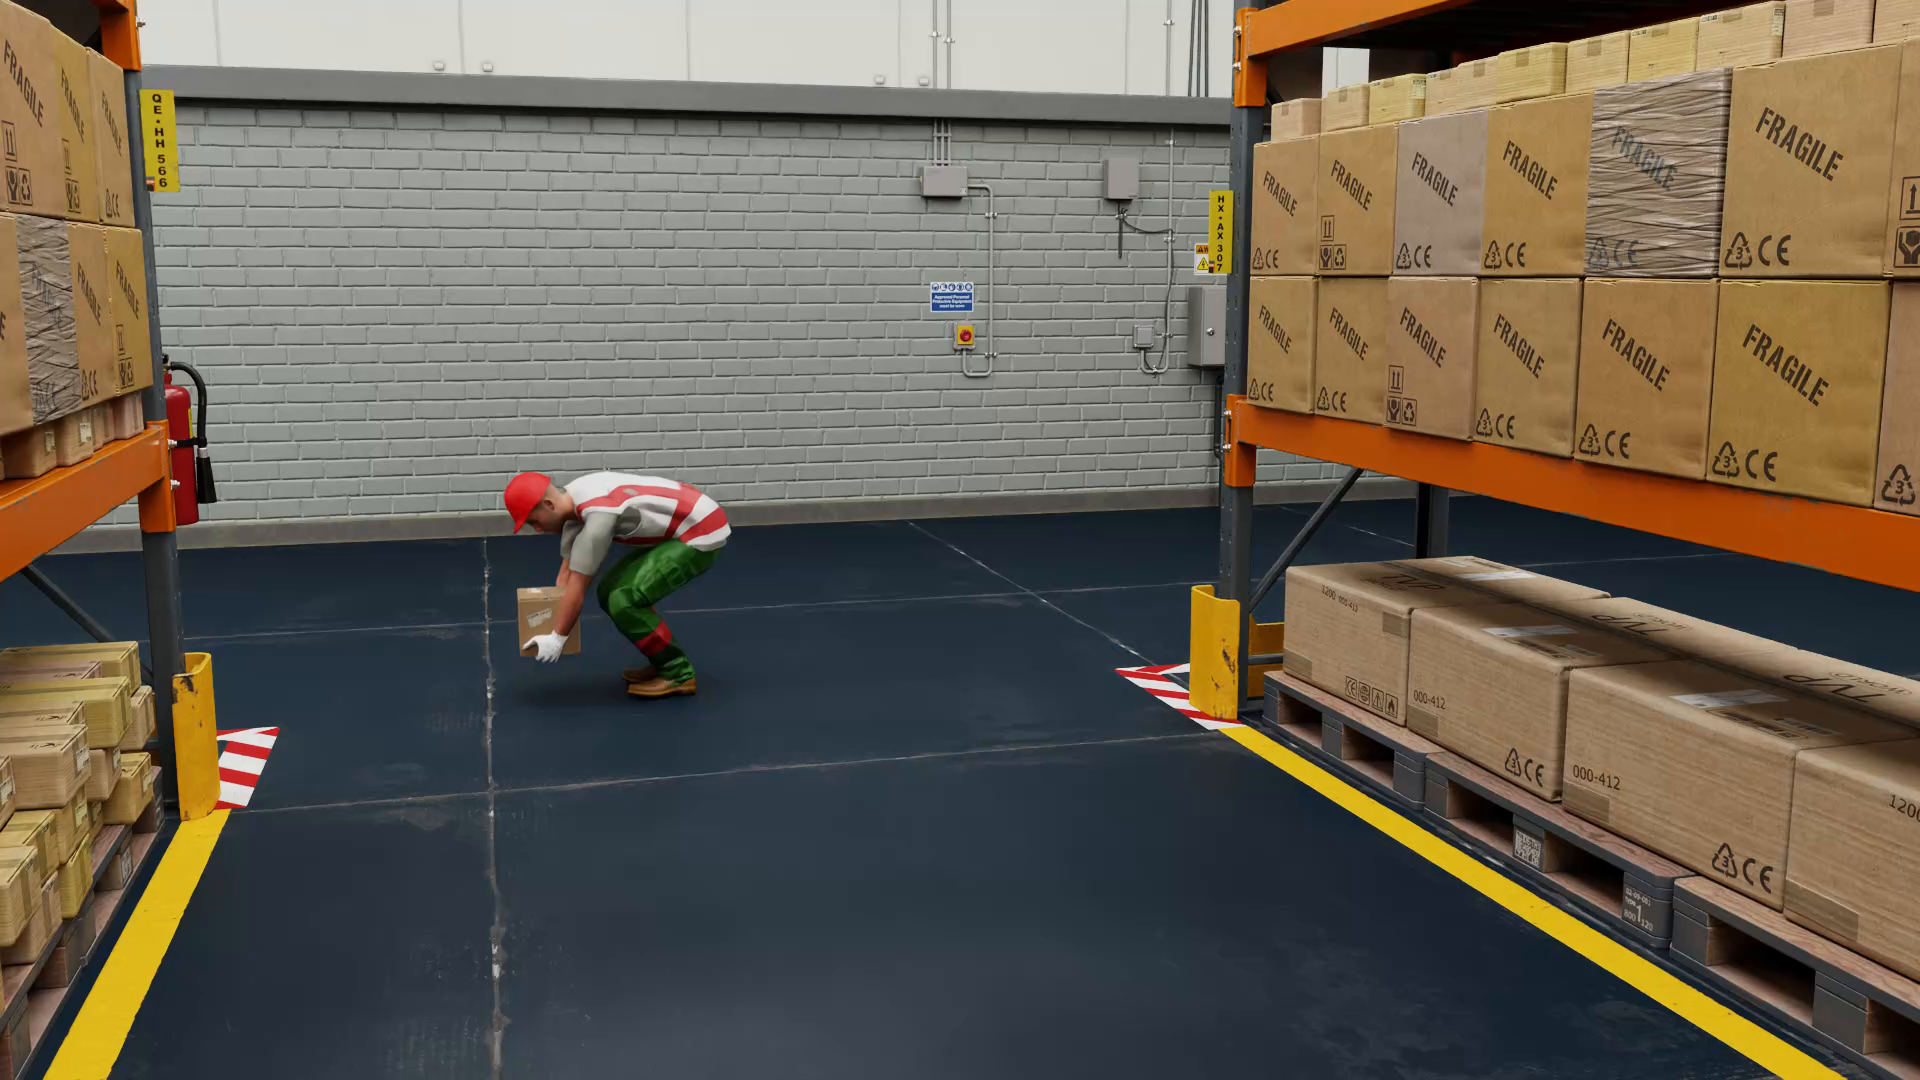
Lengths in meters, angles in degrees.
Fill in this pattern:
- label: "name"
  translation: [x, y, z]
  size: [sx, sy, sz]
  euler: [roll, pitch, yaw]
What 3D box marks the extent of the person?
- label: "person"
  translation: [-1.471, 0.178, 7.215]
  size: [0.950, 0.987, 0.535]
  euler: [-3, 10, -18]
